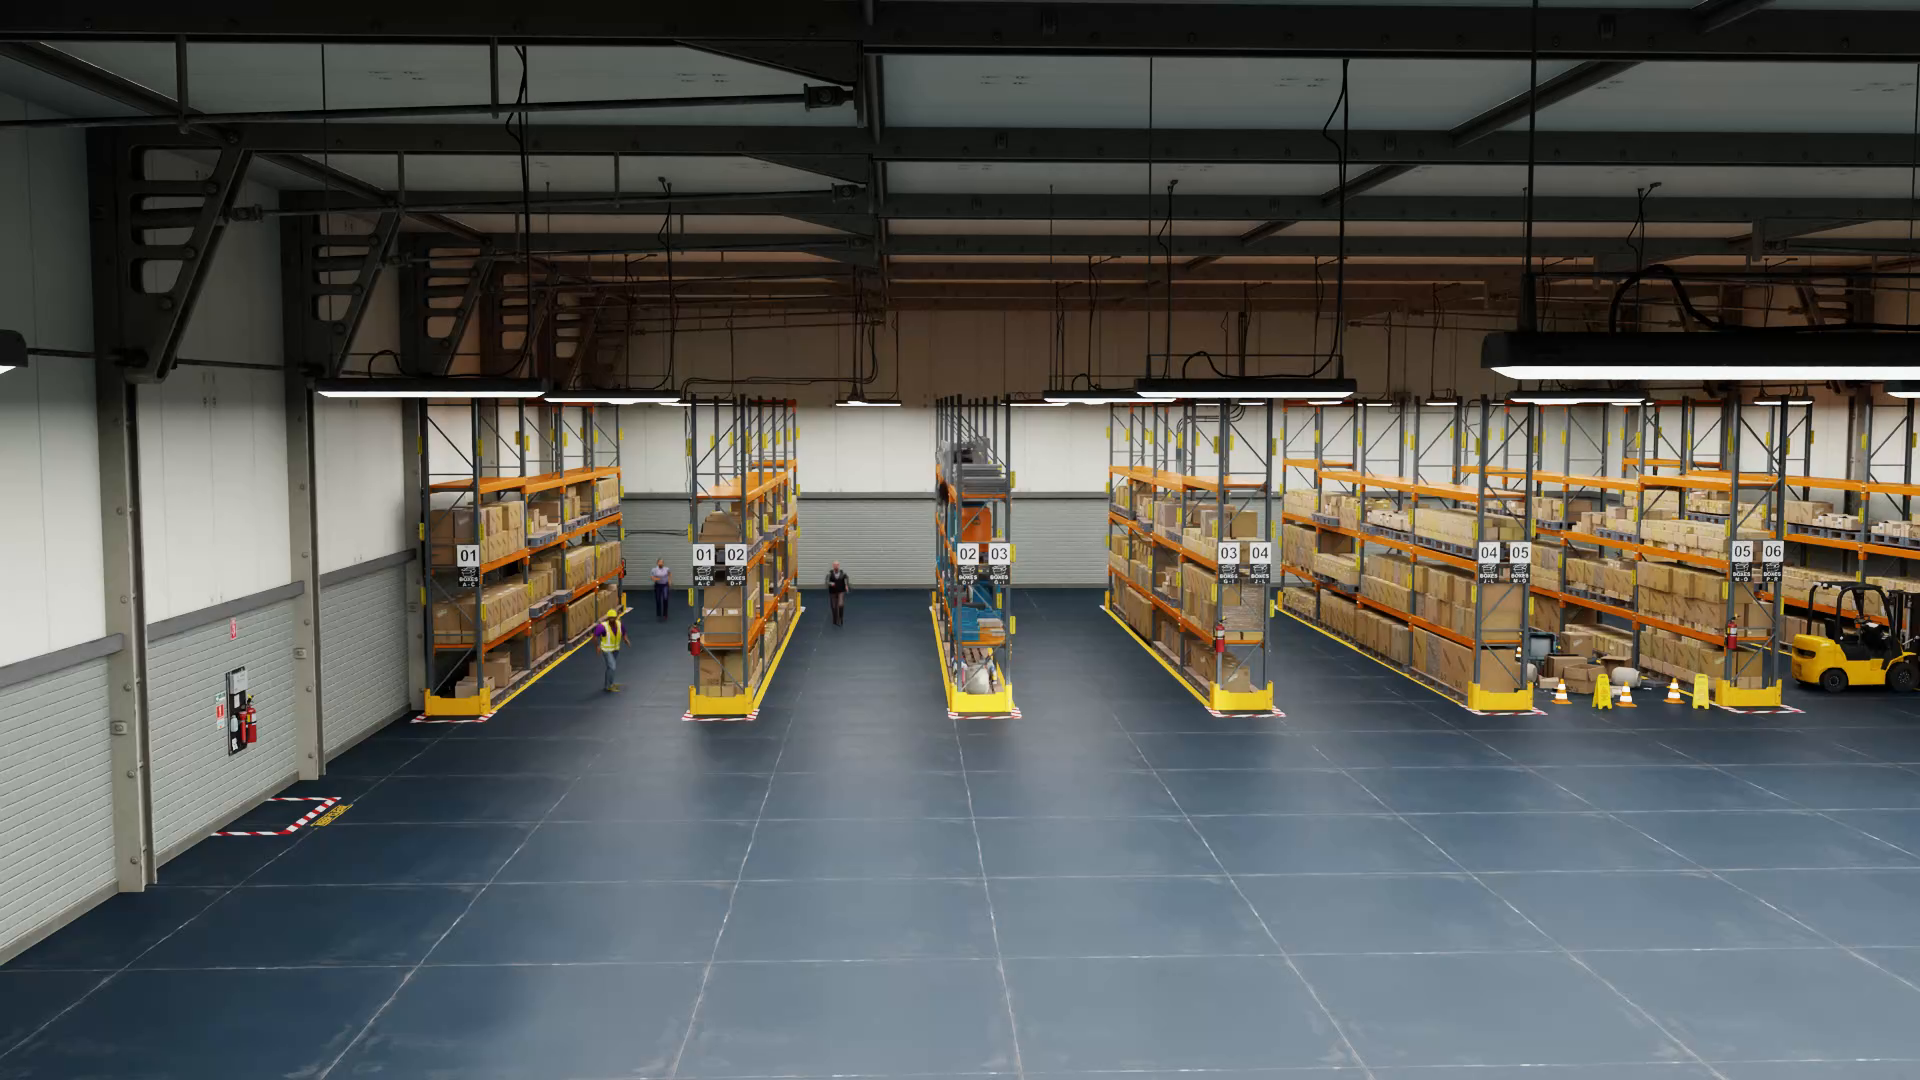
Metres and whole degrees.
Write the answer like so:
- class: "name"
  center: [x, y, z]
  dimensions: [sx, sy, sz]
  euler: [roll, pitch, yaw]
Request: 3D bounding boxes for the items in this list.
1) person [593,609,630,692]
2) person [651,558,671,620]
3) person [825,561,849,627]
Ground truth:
- class: "person"
  center: [-7.057, 2.246, 33.789]
  dimensions: [0.841, 1.718, 0.697]
  euler: [3, 5, 35]
- class: "person"
  center: [-8.146, 1.348, 45.327]
  dimensions: [0.566, 1.692, 0.826]
  euler: [-1, 5, -12]
- class: "person"
  center: [-3.241, 1.424, 43.806]
  dimensions: [0.615, 1.754, 0.806]
  euler: [0, 4, -2]
